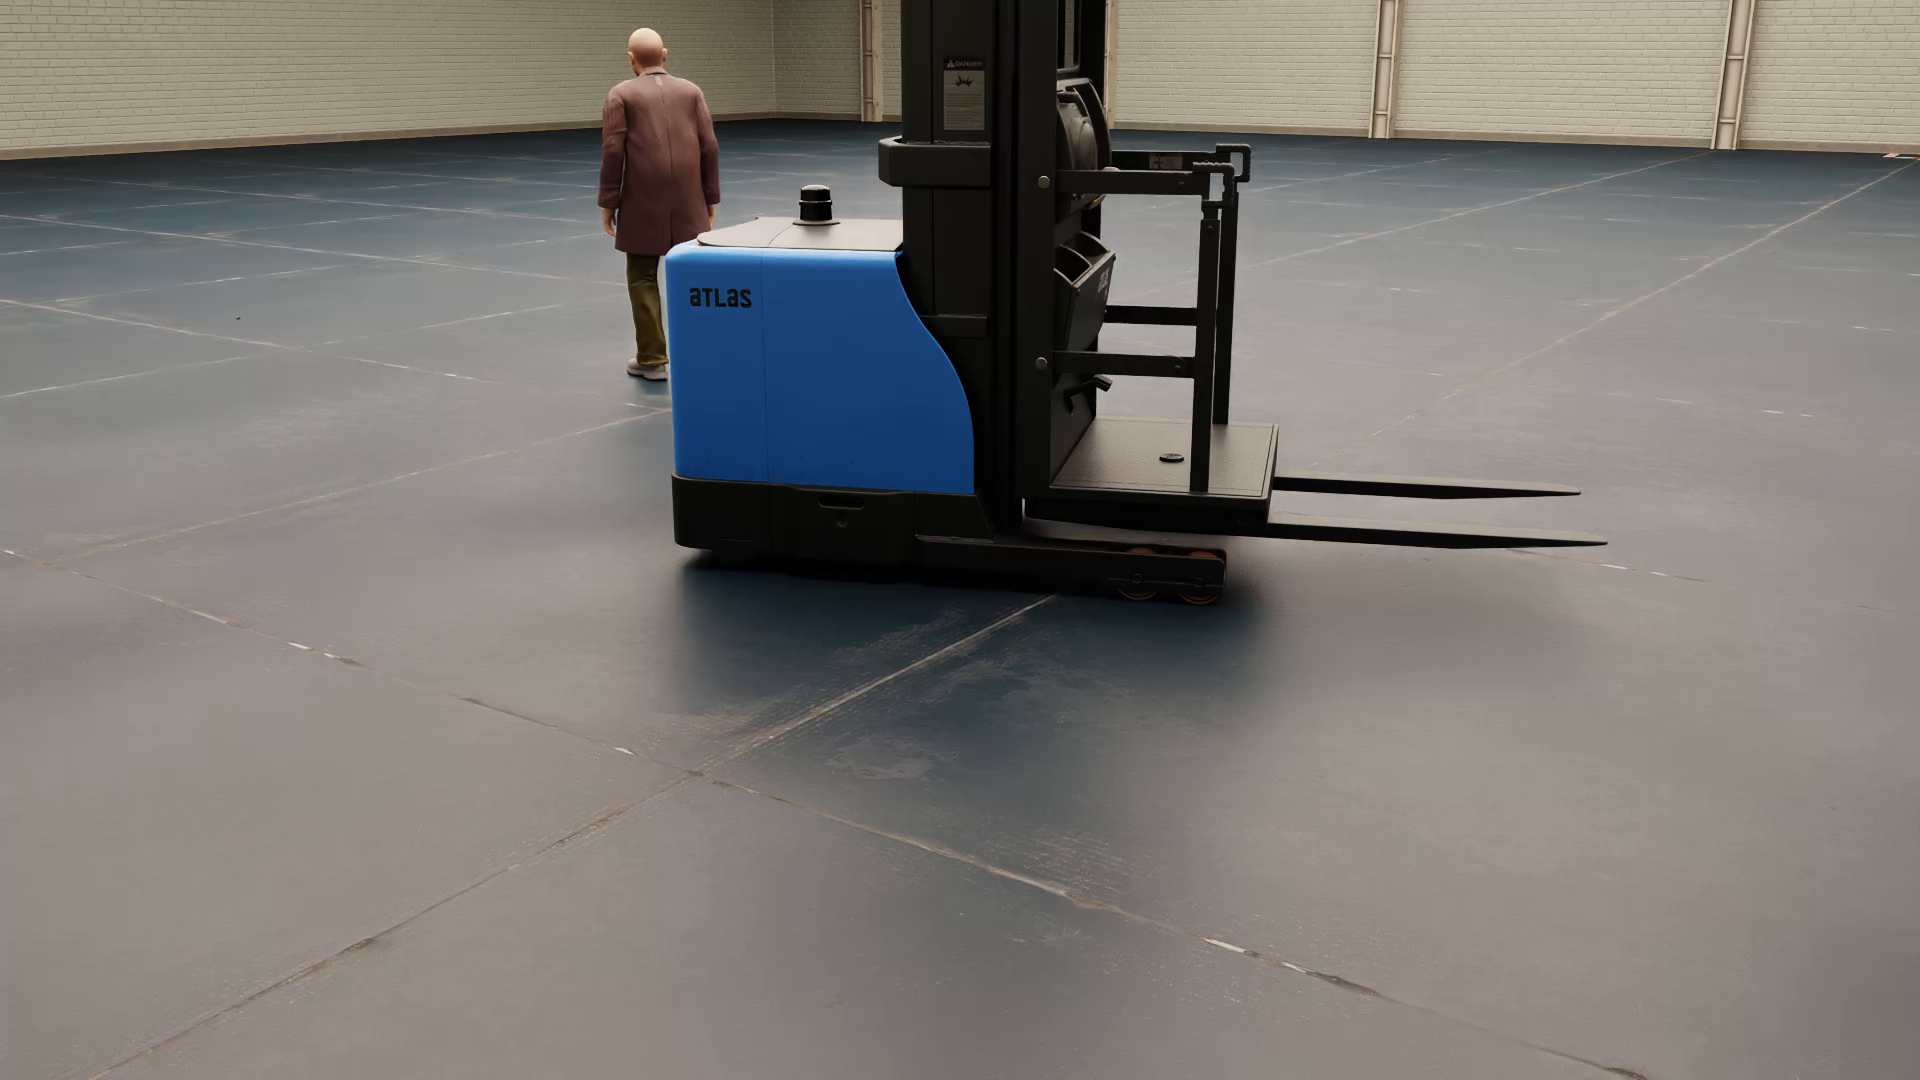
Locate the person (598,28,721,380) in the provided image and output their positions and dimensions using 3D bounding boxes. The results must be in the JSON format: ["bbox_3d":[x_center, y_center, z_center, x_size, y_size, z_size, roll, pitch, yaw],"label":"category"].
[{"bbox_3d":[-1.556,-1.734,8.652,0.655,1.774,0.422,-8,18,-25],"label":"person"}]

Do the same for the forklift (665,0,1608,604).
[{"bbox_3d":[0.595,-1.367,5.404,3.031,2.935,1.130,4,17,12],"label":"forklift"}]
